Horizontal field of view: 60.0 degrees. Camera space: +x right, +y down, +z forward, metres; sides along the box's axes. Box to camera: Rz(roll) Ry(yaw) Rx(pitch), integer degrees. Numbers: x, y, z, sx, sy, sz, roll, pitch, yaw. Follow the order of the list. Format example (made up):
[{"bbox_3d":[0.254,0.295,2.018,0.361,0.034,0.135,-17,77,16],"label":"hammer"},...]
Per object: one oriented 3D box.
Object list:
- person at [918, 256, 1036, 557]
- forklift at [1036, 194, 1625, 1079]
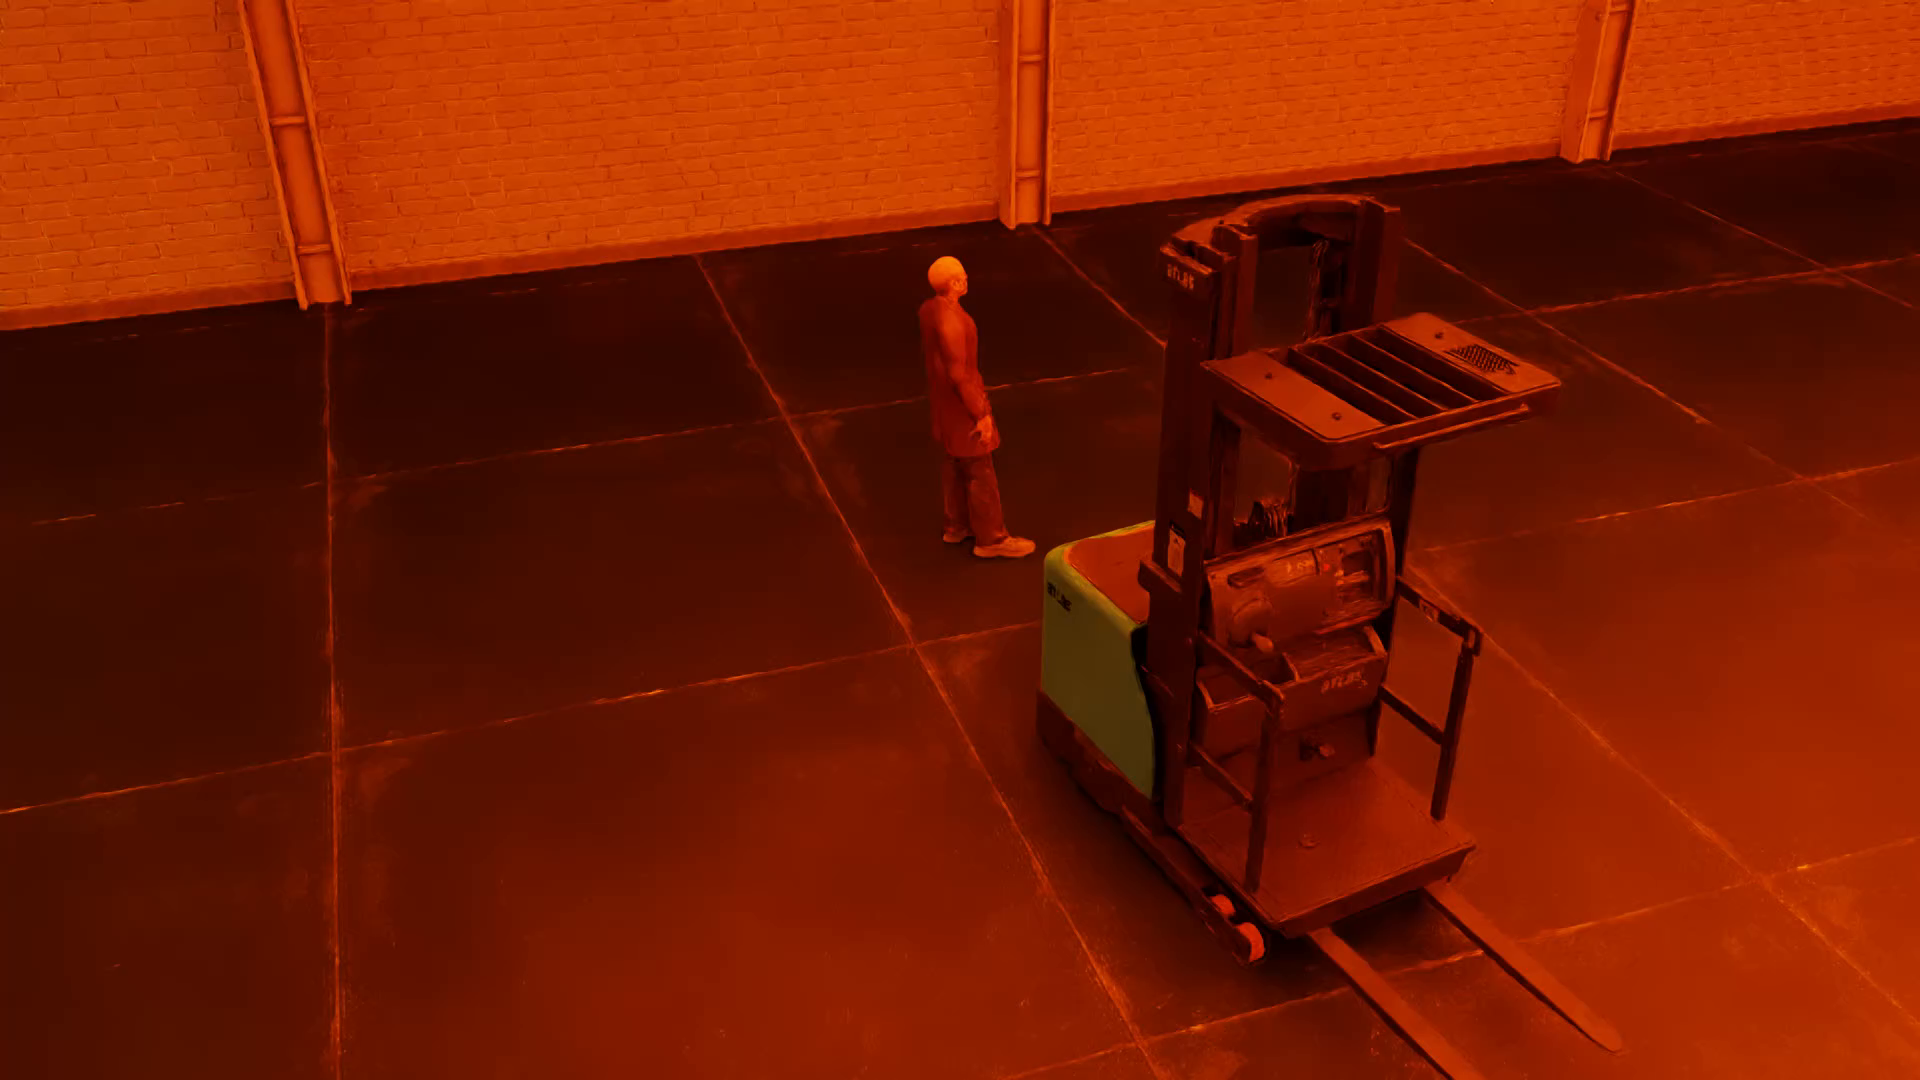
[{"bbox_3d":[0.088,-0.789,9.600,0.580,1.776,0.694,-10,31,-16],"label":"person"},{"bbox_3d":[1.509,0.239,6.672,1.130,2.935,3.031,-15,33,-24],"label":"forklift"}]
